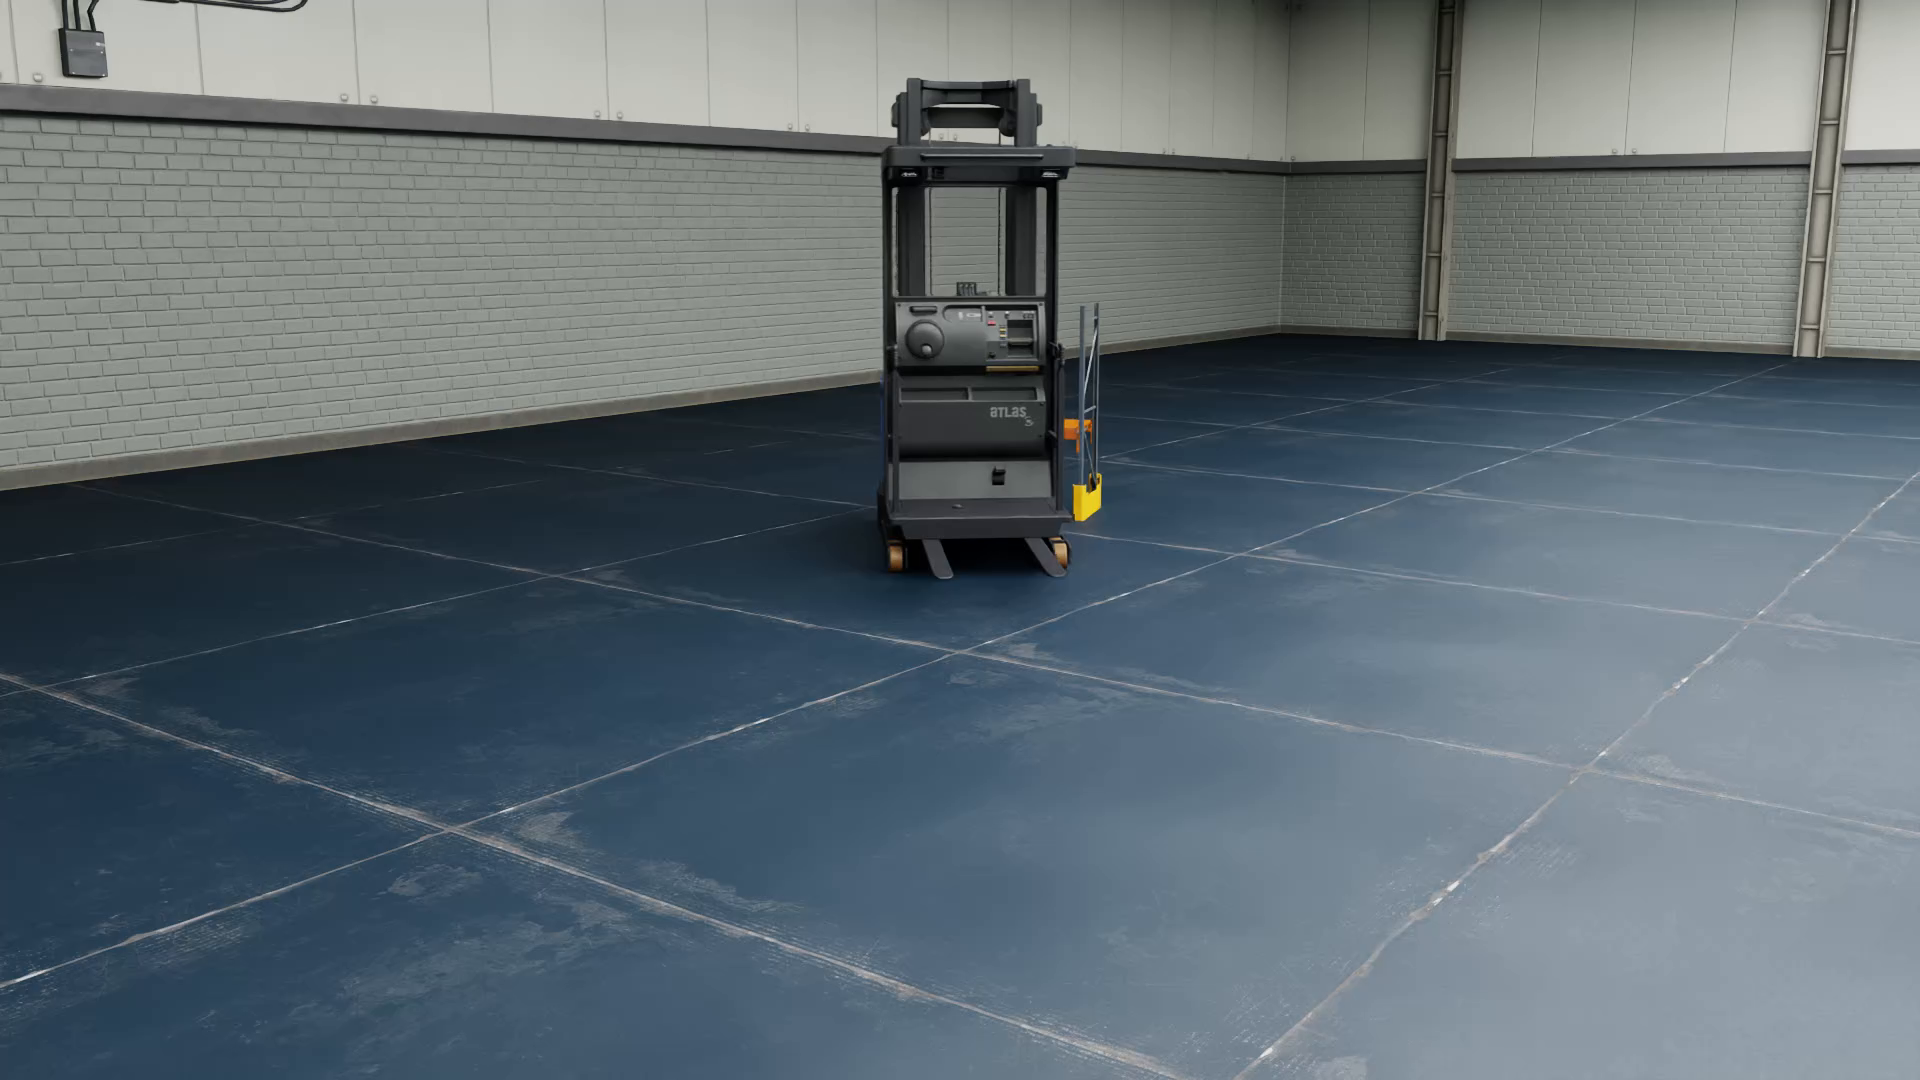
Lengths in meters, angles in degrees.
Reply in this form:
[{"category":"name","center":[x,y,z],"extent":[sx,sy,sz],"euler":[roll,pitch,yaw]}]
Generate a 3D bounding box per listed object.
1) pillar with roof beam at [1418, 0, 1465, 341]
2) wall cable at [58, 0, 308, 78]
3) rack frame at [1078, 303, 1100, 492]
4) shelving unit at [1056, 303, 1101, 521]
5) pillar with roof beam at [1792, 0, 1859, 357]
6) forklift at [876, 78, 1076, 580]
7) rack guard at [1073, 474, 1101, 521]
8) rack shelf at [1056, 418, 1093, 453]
[{"category":"pillar with roof beam","center":[5.743,-7.277,24.953],"extent":[0.400,9.000,9.100],"euler":[8,13,36]},{"category":"wall cable","center":[-6.314,-6.769,13.372],"extent":[0.169,6.003,2.305],"euler":[8,13,36]},{"category":"rack frame","center":[0.918,-0.926,11.869],"extent":[0.032,1.500,0.500],"euler":[3,11,17]},{"category":"shelving unit","center":[0.441,-0.954,12.013],"extent":[1.083,1.500,0.587],"euler":[3,11,17]},{"category":"pillar with roof beam","center":[10.579,-6.603,21.467],"extent":[0.400,9.000,9.100],"euler":[8,13,36]},{"category":"forklift","center":[0.086,-1.309,10.078],"extent":[1.130,2.935,3.031],"euler":[-1,11,-5]},{"category":"rack guard","center":[0.917,-0.313,11.988],"extent":[0.087,0.250,0.587],"euler":[3,11,17]},{"category":"rack shelf","center":[0.432,-0.778,12.050],"extent":[1.000,0.185,0.538],"euler":[3,11,17]}]
